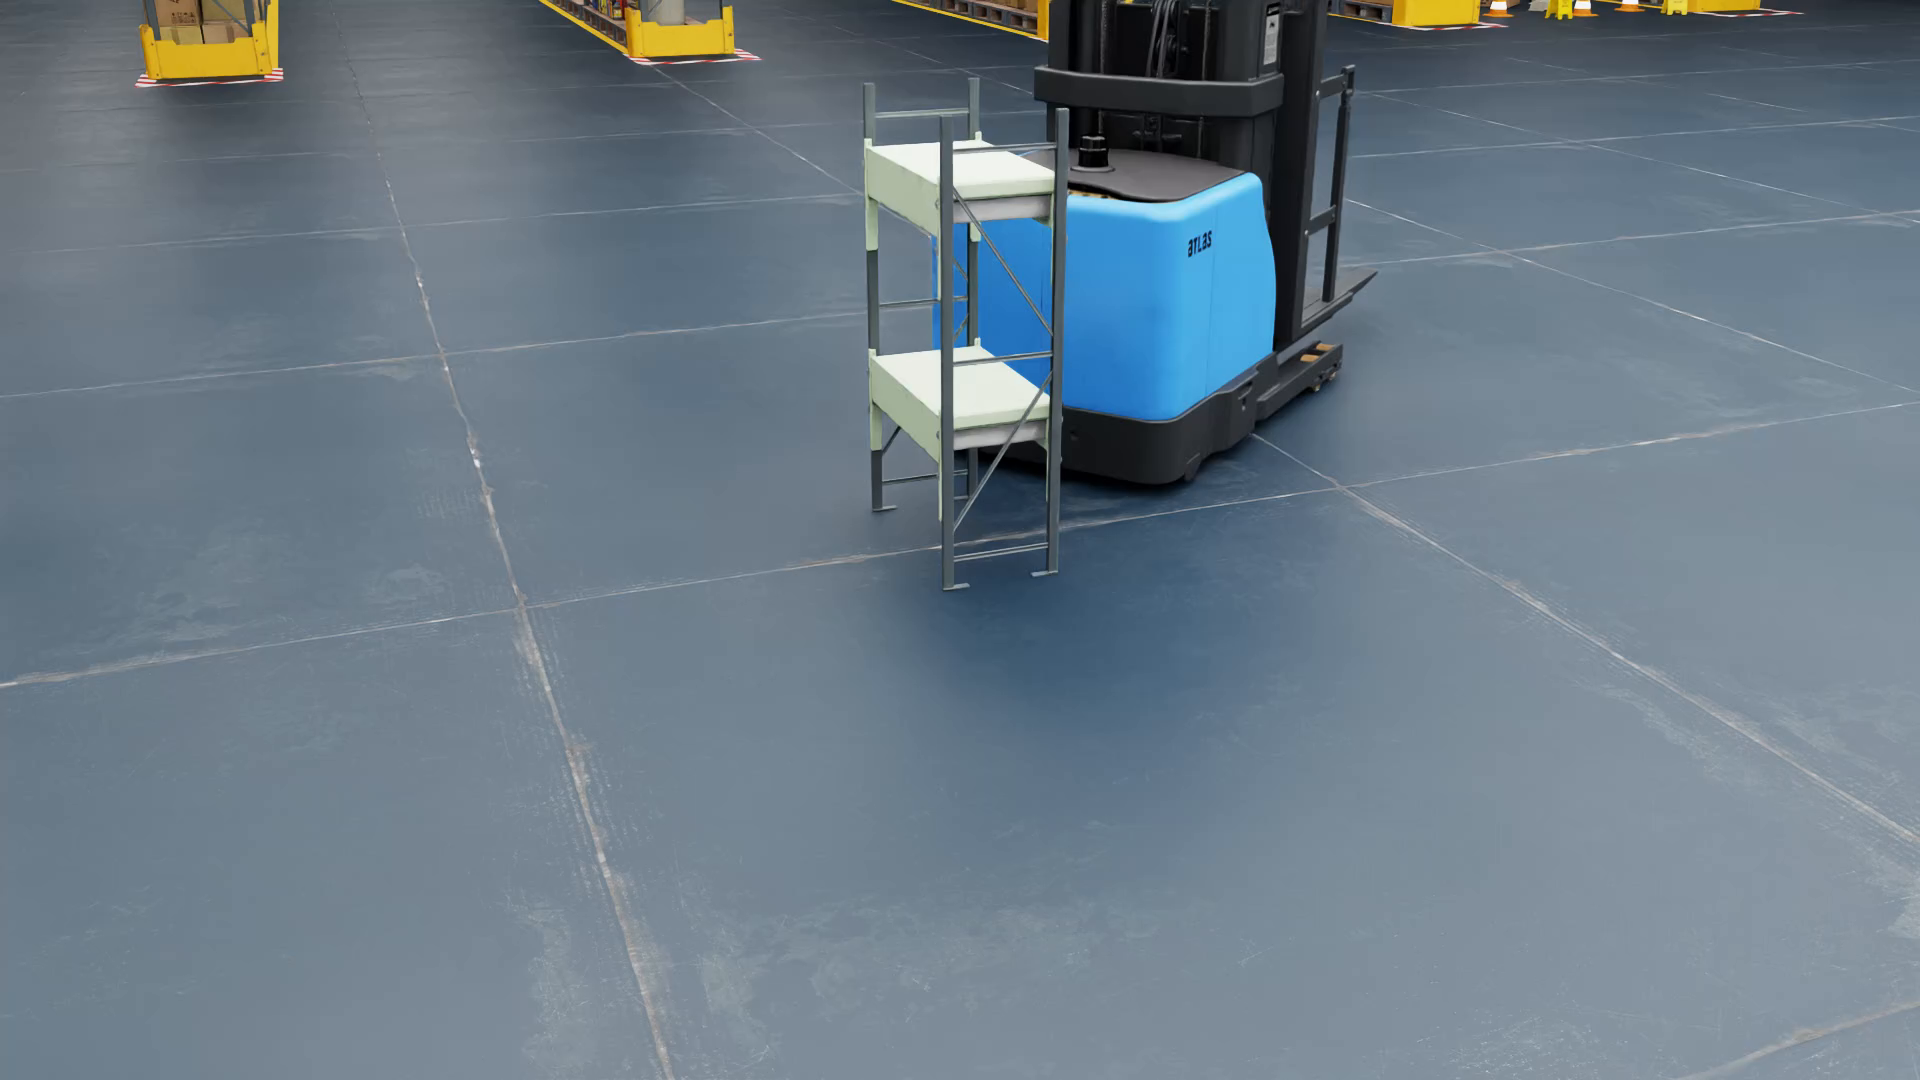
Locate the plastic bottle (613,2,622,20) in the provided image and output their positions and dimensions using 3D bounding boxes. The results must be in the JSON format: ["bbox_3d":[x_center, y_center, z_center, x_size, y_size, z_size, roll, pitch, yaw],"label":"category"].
[{"bbox_3d":[-4.134,-6.376,20.053,0.097,0.201,0.097,0,23,0],"label":"plastic bottle"}]

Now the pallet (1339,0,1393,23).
[{"bbox_3d":[5.879,-7.174,22.499,1.003,0.211,1.213,-8,24,-19],"label":"pallet"}]

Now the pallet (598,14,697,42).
[{"bbox_3d":[-3.855,-6.331,20.498,1.003,0.211,1.213,-8,24,-19],"label":"pallet"}]

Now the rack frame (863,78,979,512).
[{"bbox_3d":[-0.127,-0.822,5.768,0.400,1.500,0.023,-8,24,-19],"label":"rack frame"}]

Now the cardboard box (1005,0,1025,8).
[{"bbox_3d":[0.907,-7.249,21.764,0.500,0.500,0.500,-6,24,-14],"label":"cardboard box"}]

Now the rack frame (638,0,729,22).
[{"bbox_3d":[-3.075,-6.856,18.154,1.000,3.000,0.127,-8,24,-19],"label":"rack frame"}]

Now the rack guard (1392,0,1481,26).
[{"bbox_3d":[6.243,-7.019,21.759,1.175,0.500,0.348,-8,24,-19],"label":"rack guard"}]

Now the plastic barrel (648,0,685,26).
[{"bbox_3d":[-3.379,-6.132,19.098,0.421,0.512,0.421,0,23,0],"label":"plastic barrel"}]

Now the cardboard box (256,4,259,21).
[{"bbox_3d":[-8.397,-6.056,19.256,0.500,0.250,0.500,-8,24,-19],"label":"cardboard box"}]

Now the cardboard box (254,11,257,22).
[{"bbox_3d":[-8.048,-5.692,18.393,0.500,0.250,0.500,-8,24,-19],"label":"cardboard box"}]

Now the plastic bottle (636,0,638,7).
[{"bbox_3d":[-4.126,-7.077,21.523,0.144,0.351,0.185,-8,24,-19],"label":"plastic bottle"}]

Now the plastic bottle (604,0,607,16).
[{"bbox_3d":[-4.308,-6.650,20.511,0.144,0.351,0.185,-7,24,-17],"label":"plastic bottle"}]

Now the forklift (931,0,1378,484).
[{"bbox_3d":[1.060,-2.080,6.911,1.130,2.935,3.031,13,26,28],"label":"forklift"}]

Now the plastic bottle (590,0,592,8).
[{"bbox_3d":[-4.750,-7.010,21.555,0.097,0.201,0.097,0,23,0],"label":"plastic bottle"}]

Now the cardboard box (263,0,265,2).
[{"bbox_3d":[-9.578,-7.297,22.200,0.500,0.250,0.500,-8,24,-18],"label":"cardboard box"}]

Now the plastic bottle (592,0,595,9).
[{"bbox_3d":[-4.646,-6.967,21.359,0.152,0.276,0.135,-7,24,-17],"label":"plastic bottle"}]

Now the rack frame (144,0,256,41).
[{"bbox_3d":[-7.710,-6.178,16.545,1.000,3.000,0.127,-8,24,-19],"label":"rack frame"}]

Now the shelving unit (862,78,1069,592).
[{"bbox_3d":[0.002,-0.689,5.453,0.431,1.500,0.755,-8,24,-19],"label":"shelving unit"}]

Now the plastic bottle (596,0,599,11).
[{"bbox_3d":[-4.524,-6.873,21.038,0.144,0.351,0.185,-9,25,-21],"label":"plastic bottle"}]

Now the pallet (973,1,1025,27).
[{"bbox_3d":[0.851,-7.021,22.135,1.003,0.211,1.213,-8,24,-19],"label":"pallet"}]

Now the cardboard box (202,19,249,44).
[{"bbox_3d":[-7.691,-5.329,17.532,0.500,0.250,0.500,-8,24,-19],"label":"cardboard box"}]

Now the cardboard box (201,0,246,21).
[{"bbox_3d":[-7.870,-5.856,17.817,0.500,0.500,0.500,-8,24,-19],"label":"cardboard box"}]

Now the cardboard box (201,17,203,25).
[{"bbox_3d":[-8.364,-5.438,17.791,0.500,0.250,0.500,-8,24,-19],"label":"cardboard box"}]

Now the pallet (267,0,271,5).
[{"bbox_3d":[-10.765,-8.076,24.639,1.003,0.211,1.213,-8,24,-19],"label":"pallet"}]

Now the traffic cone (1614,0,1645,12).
[{"bbox_3d":[9.471,-7.705,23.436,0.336,0.463,0.334,-8,24,-19],"label":"traffic cone"}]

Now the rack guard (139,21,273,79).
[{"bbox_3d":[-7.702,-5.017,17.010,1.175,0.500,0.348,-8,24,-19],"label":"rack guard"}]

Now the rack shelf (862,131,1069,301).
[{"bbox_3d":[0.002,-1.048,5.301,0.431,0.370,0.720,-8,24,-19],"label":"rack shelf"}]

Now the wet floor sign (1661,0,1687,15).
[{"bbox_3d":[9.896,-7.594,22.938,0.267,0.644,0.232,0,23,-1],"label":"wet floor sign"}]

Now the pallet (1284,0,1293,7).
[{"bbox_3d":[5.017,-8.061,24.603,1.003,0.211,1.213,-8,24,-19],"label":"pallet"}]

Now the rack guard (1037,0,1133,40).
[{"bbox_3d":[1.532,-6.411,20.317,1.175,0.500,0.348,-8,24,-19],"label":"rack guard"}]

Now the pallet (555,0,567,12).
[{"bbox_3d":[-5.236,-7.748,23.862,1.003,0.211,1.213,-8,24,-19],"label":"pallet"}]

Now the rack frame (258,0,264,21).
[{"bbox_3d":[-9.123,-7.631,19.993,1.000,3.000,0.127,-8,24,-19],"label":"rack frame"}]

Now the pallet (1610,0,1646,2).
[{"bbox_3d":[10.122,-8.380,25.361,1.003,0.211,1.213,-8,24,-19],"label":"pallet"}]

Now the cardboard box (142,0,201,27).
[{"bbox_3d":[-8.178,-5.604,17.217,0.500,0.500,0.500,-8,24,-19],"label":"cardboard box"}]

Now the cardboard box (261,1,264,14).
[{"bbox_3d":[-9.034,-6.738,20.874,0.500,0.250,0.500,-9,24,-20],"label":"cardboard box"}]

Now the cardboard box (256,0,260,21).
[{"bbox_3d":[-8.755,-6.419,20.117,0.500,0.250,0.500,-8,24,-19],"label":"cardboard box"}]

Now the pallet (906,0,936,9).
[{"bbox_3d":[-0.131,-7.987,24.427,1.003,0.211,1.213,-8,24,-19],"label":"pallet"}]

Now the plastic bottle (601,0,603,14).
[{"bbox_3d":[-4.446,-6.698,20.815,0.097,0.201,0.097,0,23,0],"label":"plastic bottle"}]

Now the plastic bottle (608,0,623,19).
[{"bbox_3d":[-4.197,-6.506,20.264,0.152,0.276,0.135,-8,24,-19],"label":"plastic bottle"}]
